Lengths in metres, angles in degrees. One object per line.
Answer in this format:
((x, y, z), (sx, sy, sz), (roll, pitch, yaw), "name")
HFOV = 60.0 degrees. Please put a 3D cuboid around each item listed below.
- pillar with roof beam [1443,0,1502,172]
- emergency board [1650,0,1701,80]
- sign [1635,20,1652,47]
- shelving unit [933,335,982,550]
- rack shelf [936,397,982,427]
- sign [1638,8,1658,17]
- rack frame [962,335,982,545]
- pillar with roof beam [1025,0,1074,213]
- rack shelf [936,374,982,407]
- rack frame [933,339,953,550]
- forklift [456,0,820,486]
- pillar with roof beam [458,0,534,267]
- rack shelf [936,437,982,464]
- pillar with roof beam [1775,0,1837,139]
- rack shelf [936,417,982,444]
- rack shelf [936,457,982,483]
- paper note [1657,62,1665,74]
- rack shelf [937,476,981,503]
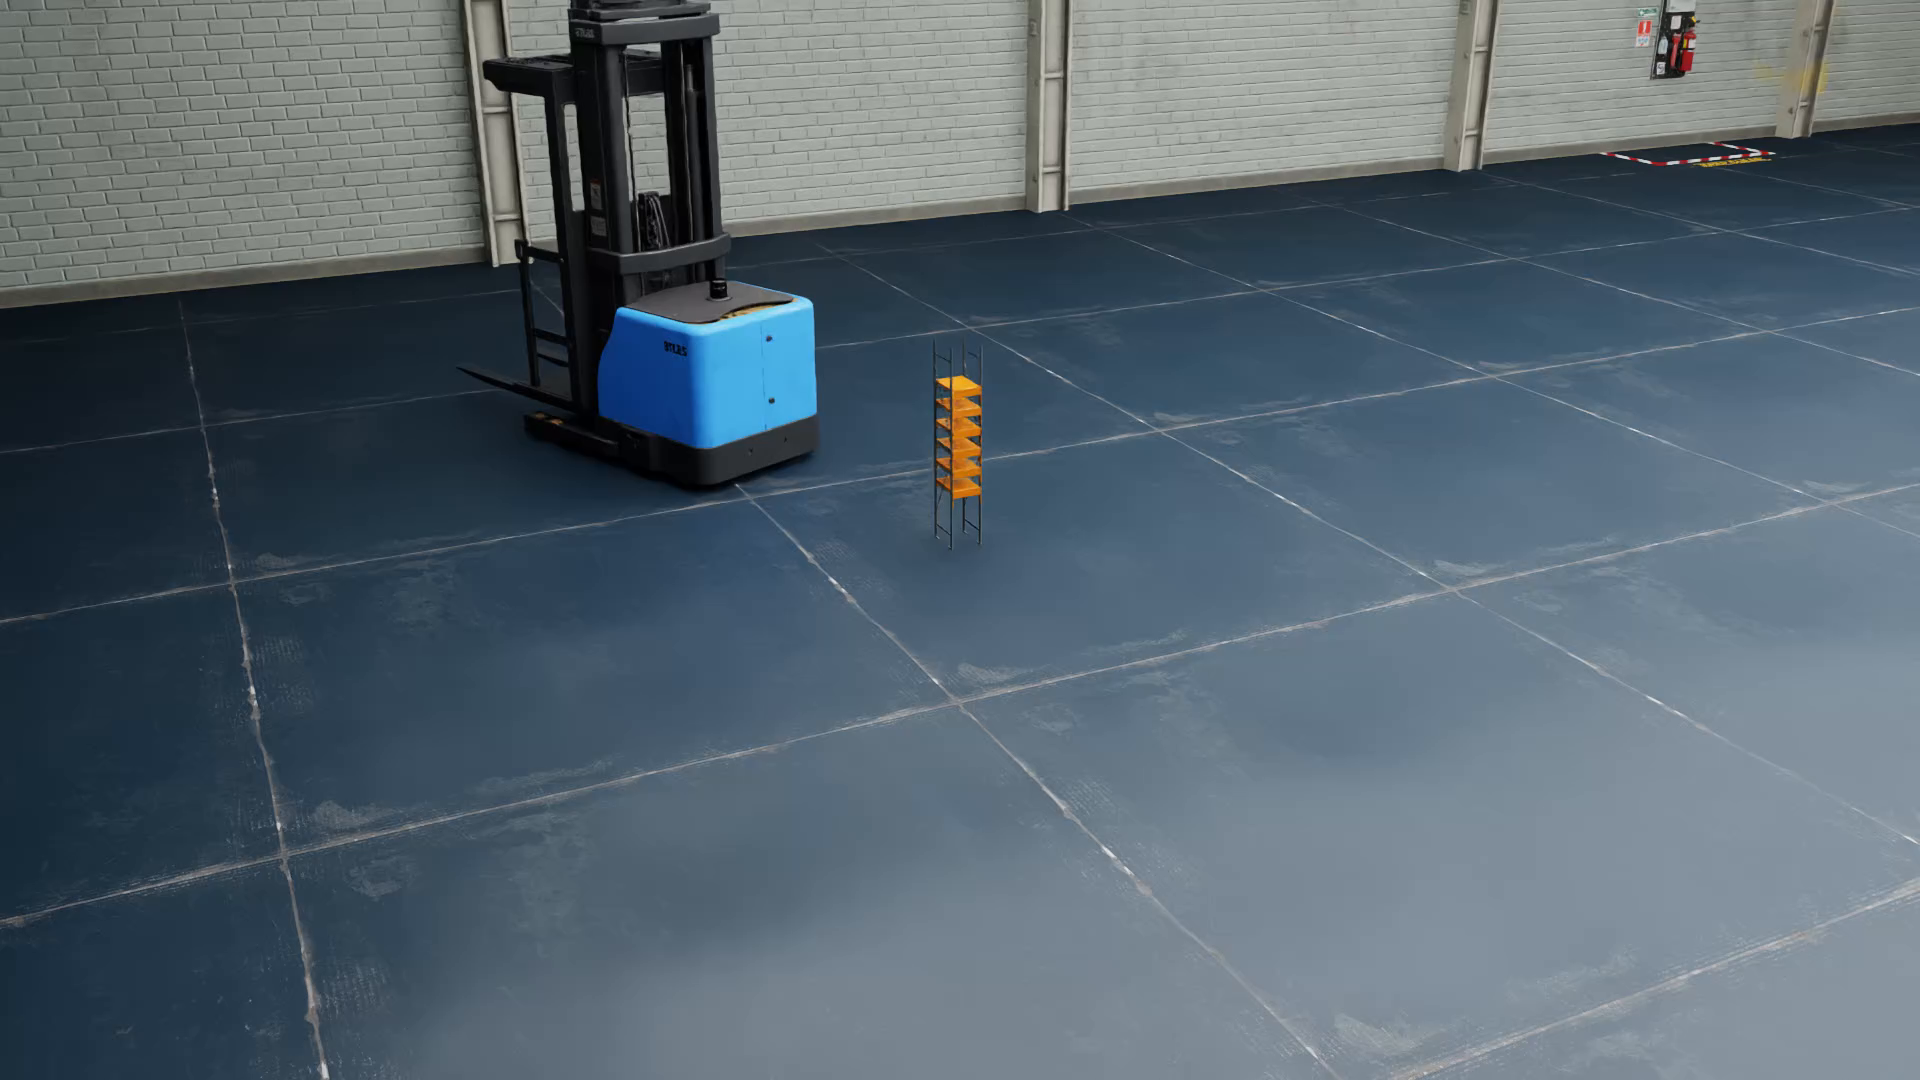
((8.253, -7.401, 15.865), (0.400, 9.000, 9.100), (-10, 25, -24), "pillar with roof beam")
((9.549, -6.712, 22.042), (0.643, 1.169, 0.194), (-10, 25, -24), "emergency board")
((9.006, -6.672, 21.900), (0.234, 0.329, 0.001), (-10, 25, -24), "sign")
((-0.013, -0.552, 9.515), (0.189, 1.200, 0.258), (-10, 25, -24), "shelving unit")
((-0.013, -0.733, 9.440), (0.180, 0.103, 0.258), (-10, 25, -24), "rack shelf")
((9.014, -6.915, 21.793), (0.331, 0.109, 0.001), (-10, 25, -24), "sign")
((0.069, -0.567, 9.551), (0.006, 1.200, 0.240), (-10, 25, -24), "rack frame")
((2.847, -6.406, 13.461), (0.400, 9.000, 9.100), (-10, 25, -24), "pillar with roof beam")
((-0.013, -0.844, 9.394), (0.180, 0.103, 0.258), (-10, 25, -24), "rack shelf")
((-0.095, -0.537, 9.478), (0.006, 1.200, 0.240), (-10, 25, -24), "rack frame")
((-2.368, -2.147, 11.105), (3.031, 2.935, 1.130), (19, 29, 38), "forklift")
((-2.560, -5.411, 11.056), (0.400, 9.000, 9.100), (-10, 25, -24), "pillar with roof beam")
((-0.013, -0.511, 9.532), (0.180, 0.103, 0.258), (-10, 25, -24), "rack shelf")
((13.659, -8.397, 18.269), (0.400, 9.000, 9.100), (-10, 25, -24), "pillar with roof beam")
((-0.013, -0.622, 9.486), (0.180, 0.103, 0.258), (-10, 25, -24), "rack shelf")
((-0.013, -0.400, 9.578), (0.180, 0.103, 0.258), (-10, 25, -24), "rack shelf")
((9.360, -6.299, 22.197), (0.142, 0.148, 0.016), (-10, 25, -24), "paper note")
((-0.013, -0.289, 9.623), (0.180, 0.103, 0.258), (-10, 25, -24), "rack shelf")
